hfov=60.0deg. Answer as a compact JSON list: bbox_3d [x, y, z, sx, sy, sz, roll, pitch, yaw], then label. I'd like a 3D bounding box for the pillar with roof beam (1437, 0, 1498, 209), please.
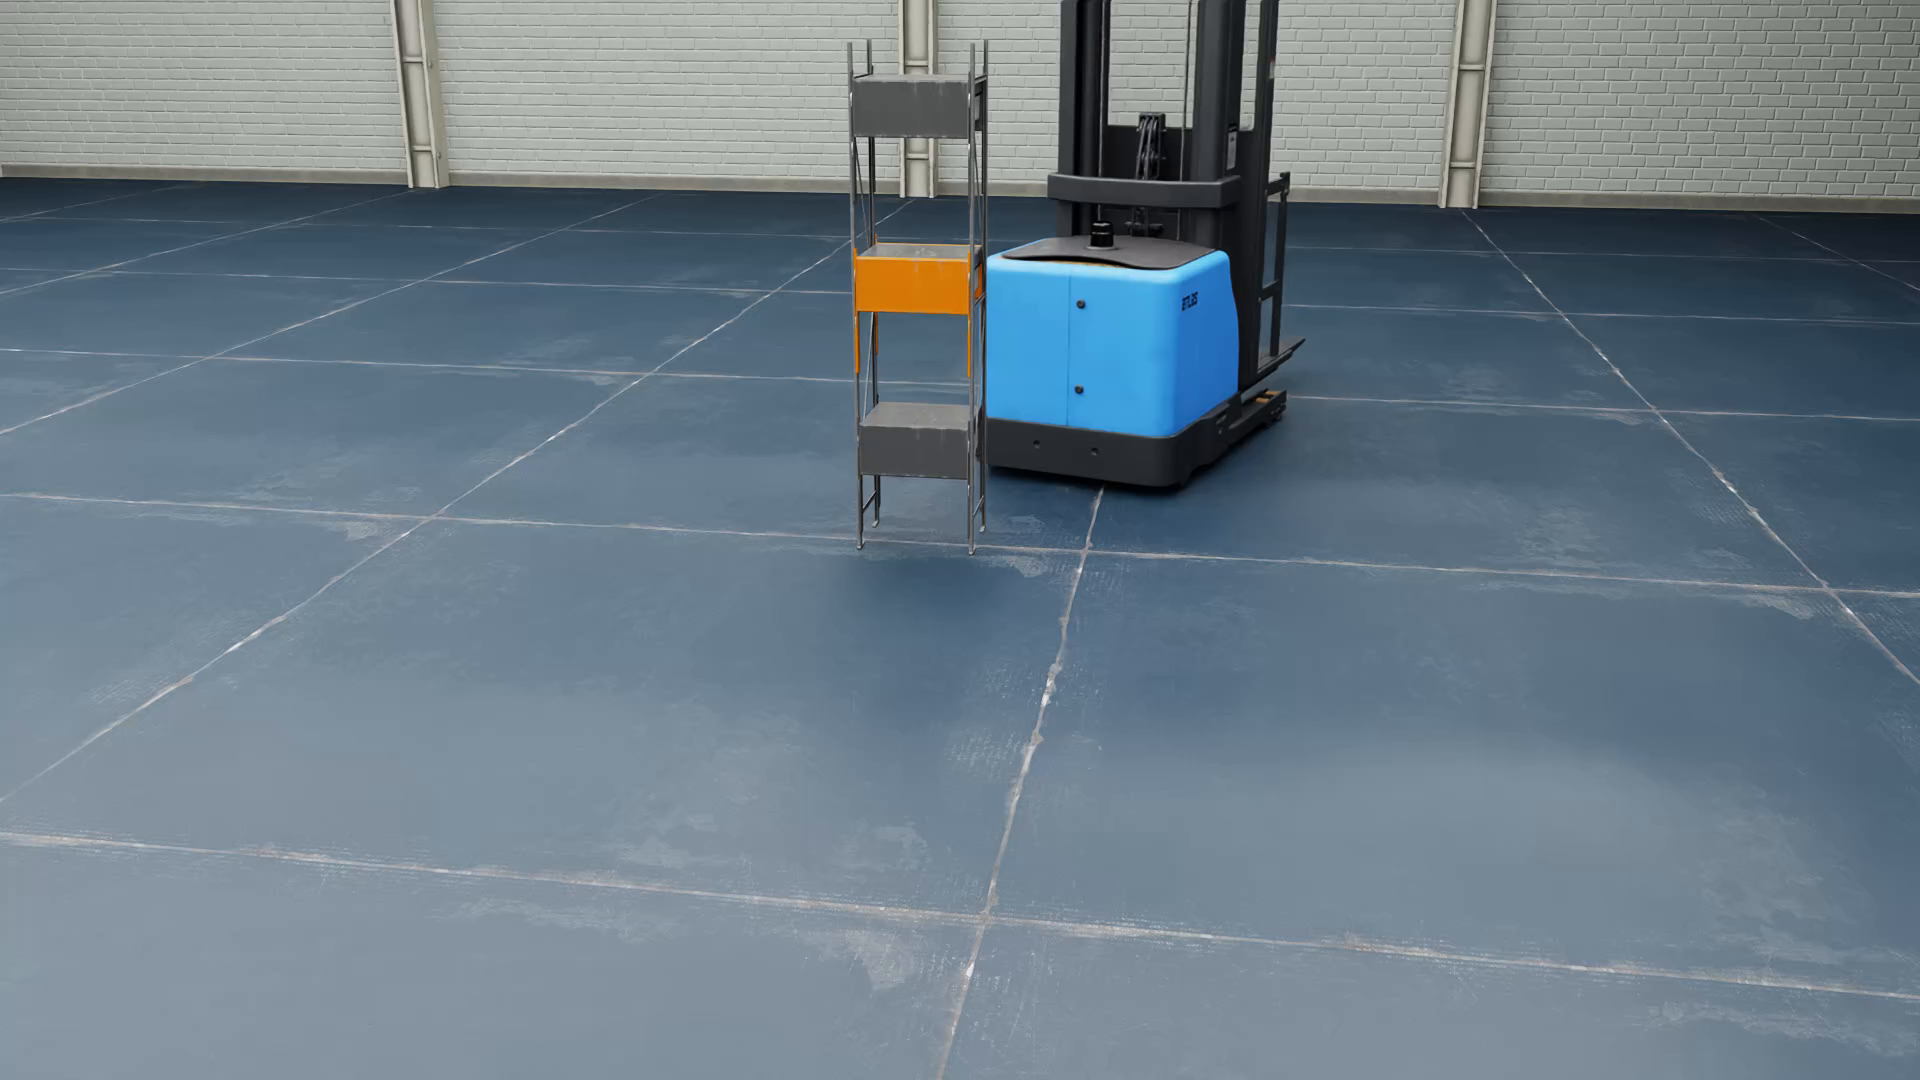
[{"bbox_3d":[4.773,-6.579,12.782,0.400,9.000,9.100,3,19,9],"label":"pillar with roof beam"}]

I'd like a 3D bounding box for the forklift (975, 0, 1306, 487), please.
[{"bbox_3d":[1.181,-2.064,8.853,1.130,2.935,3.031,9,20,25],"label":"forklift"}]

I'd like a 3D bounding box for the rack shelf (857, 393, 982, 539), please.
[{"bbox_3d":[-0.163,-0.327,7.221,0.480,0.518,0.431,3,19,9],"label":"rack shelf"}]

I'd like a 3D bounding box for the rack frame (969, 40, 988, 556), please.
[{"bbox_3d":[0.077,-0.992,6.958,0.015,2.100,0.400,3,19,9],"label":"rack frame"}]

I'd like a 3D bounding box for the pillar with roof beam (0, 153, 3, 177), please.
[{"bbox_3d":[-13.000,-7.485,15.490,0.400,9.000,9.100,3,19,9],"label":"pillar with roof beam"}]

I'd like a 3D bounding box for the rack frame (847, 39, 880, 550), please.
[{"bbox_3d":[-0.404,-1.016,7.032,0.015,2.100,0.400,3,19,9],"label":"rack frame"}]

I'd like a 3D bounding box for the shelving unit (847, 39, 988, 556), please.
[{"bbox_3d":[-0.163,-1.004,6.995,0.503,2.100,0.431,3,19,9],"label":"shelving unit"}]

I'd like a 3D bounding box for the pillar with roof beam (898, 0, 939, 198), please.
[{"bbox_3d":[-1.152,-6.881,13.685,0.400,9.000,9.100,3,19,9],"label":"pillar with roof beam"}]

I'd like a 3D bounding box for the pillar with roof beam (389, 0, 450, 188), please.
[{"bbox_3d":[-7.076,-7.183,14.587,0.400,9.000,9.100,3,19,9],"label":"pillar with roof beam"}]

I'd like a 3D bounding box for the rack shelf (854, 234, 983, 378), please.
[{"bbox_3d":[-0.163,-0.991,6.999,0.480,0.518,0.431,3,19,9],"label":"rack shelf"}]

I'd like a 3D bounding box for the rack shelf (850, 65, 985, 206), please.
[{"bbox_3d":[-0.163,-1.655,6.777,0.480,0.518,0.431,3,19,9],"label":"rack shelf"}]
